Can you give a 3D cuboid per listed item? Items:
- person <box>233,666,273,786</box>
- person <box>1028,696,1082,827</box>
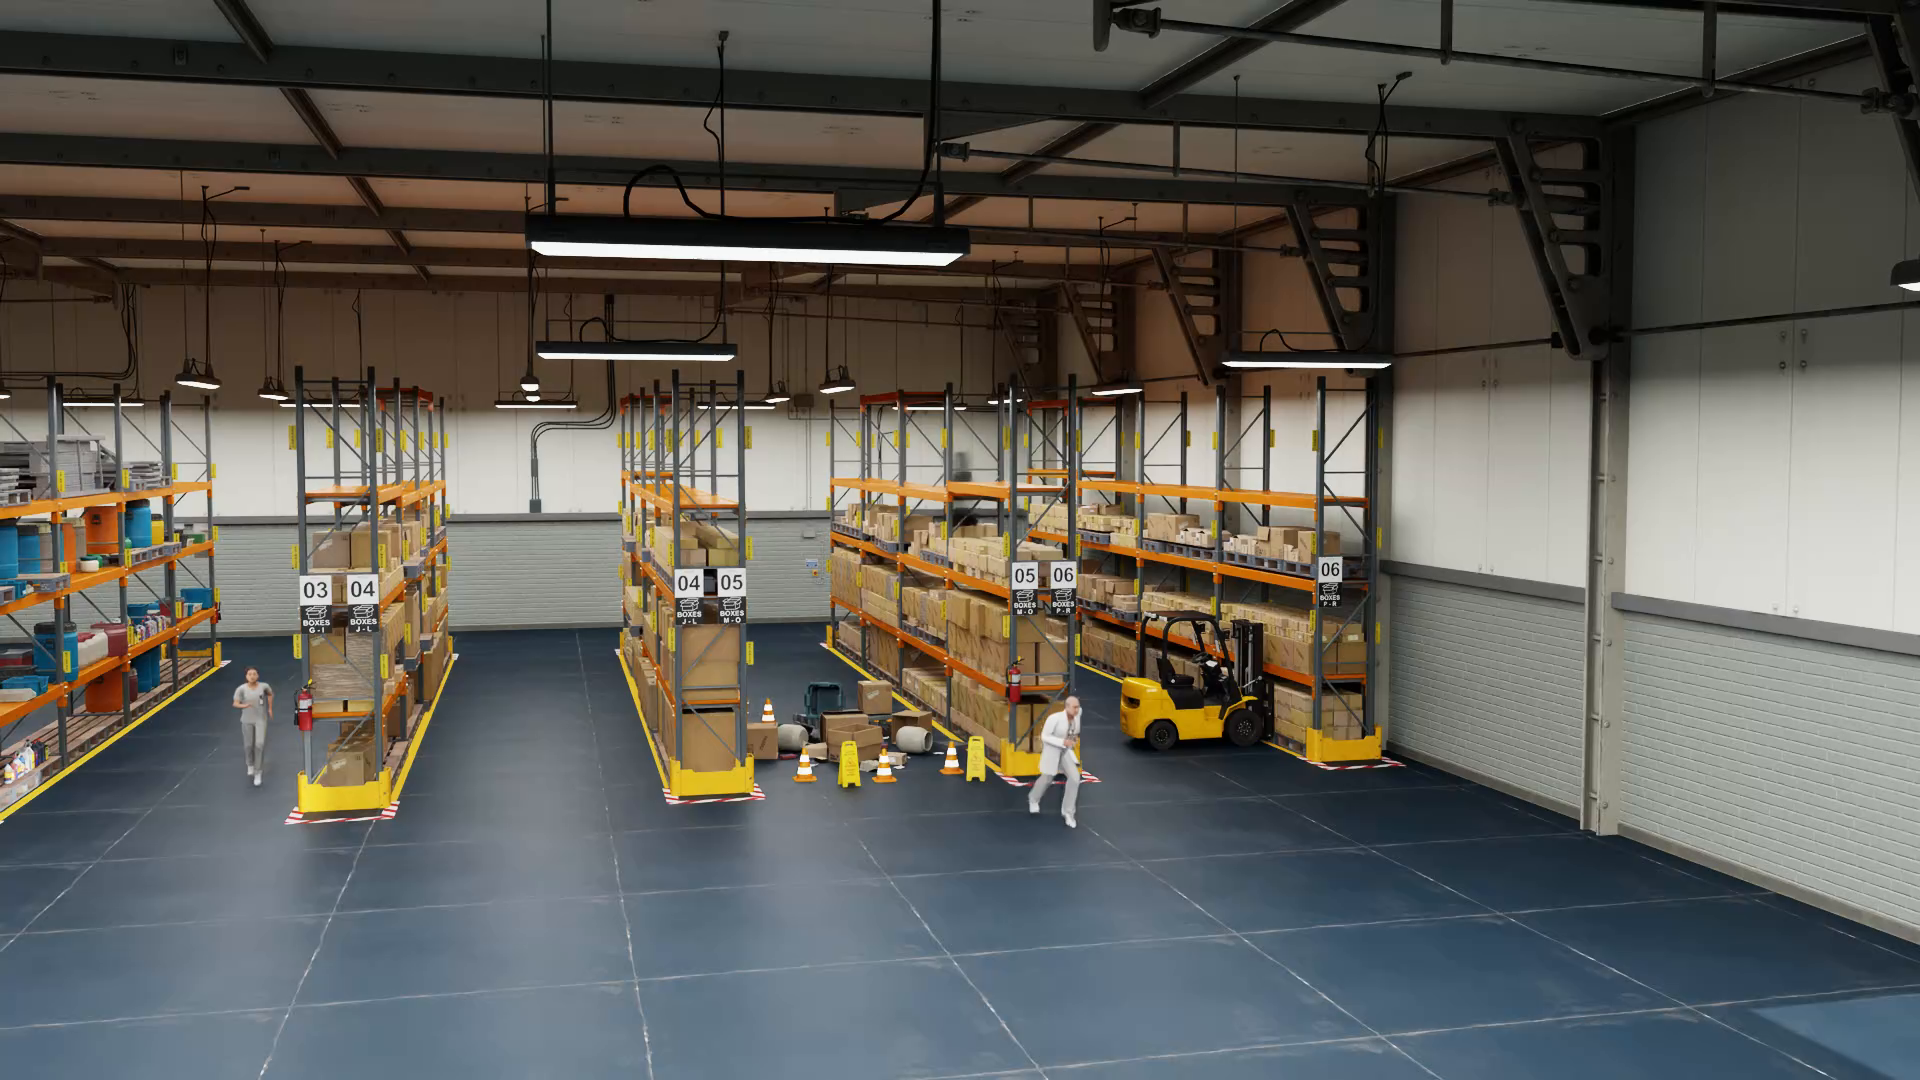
[{"bbox_3d":[-10.374,2.687,24.420,0.543,1.697,0.909,-1,4,-23],"label":"person"},{"bbox_3d":[1.256,2.881,21.903,0.752,1.744,1.069,-2,4,-35],"label":"person"}]
